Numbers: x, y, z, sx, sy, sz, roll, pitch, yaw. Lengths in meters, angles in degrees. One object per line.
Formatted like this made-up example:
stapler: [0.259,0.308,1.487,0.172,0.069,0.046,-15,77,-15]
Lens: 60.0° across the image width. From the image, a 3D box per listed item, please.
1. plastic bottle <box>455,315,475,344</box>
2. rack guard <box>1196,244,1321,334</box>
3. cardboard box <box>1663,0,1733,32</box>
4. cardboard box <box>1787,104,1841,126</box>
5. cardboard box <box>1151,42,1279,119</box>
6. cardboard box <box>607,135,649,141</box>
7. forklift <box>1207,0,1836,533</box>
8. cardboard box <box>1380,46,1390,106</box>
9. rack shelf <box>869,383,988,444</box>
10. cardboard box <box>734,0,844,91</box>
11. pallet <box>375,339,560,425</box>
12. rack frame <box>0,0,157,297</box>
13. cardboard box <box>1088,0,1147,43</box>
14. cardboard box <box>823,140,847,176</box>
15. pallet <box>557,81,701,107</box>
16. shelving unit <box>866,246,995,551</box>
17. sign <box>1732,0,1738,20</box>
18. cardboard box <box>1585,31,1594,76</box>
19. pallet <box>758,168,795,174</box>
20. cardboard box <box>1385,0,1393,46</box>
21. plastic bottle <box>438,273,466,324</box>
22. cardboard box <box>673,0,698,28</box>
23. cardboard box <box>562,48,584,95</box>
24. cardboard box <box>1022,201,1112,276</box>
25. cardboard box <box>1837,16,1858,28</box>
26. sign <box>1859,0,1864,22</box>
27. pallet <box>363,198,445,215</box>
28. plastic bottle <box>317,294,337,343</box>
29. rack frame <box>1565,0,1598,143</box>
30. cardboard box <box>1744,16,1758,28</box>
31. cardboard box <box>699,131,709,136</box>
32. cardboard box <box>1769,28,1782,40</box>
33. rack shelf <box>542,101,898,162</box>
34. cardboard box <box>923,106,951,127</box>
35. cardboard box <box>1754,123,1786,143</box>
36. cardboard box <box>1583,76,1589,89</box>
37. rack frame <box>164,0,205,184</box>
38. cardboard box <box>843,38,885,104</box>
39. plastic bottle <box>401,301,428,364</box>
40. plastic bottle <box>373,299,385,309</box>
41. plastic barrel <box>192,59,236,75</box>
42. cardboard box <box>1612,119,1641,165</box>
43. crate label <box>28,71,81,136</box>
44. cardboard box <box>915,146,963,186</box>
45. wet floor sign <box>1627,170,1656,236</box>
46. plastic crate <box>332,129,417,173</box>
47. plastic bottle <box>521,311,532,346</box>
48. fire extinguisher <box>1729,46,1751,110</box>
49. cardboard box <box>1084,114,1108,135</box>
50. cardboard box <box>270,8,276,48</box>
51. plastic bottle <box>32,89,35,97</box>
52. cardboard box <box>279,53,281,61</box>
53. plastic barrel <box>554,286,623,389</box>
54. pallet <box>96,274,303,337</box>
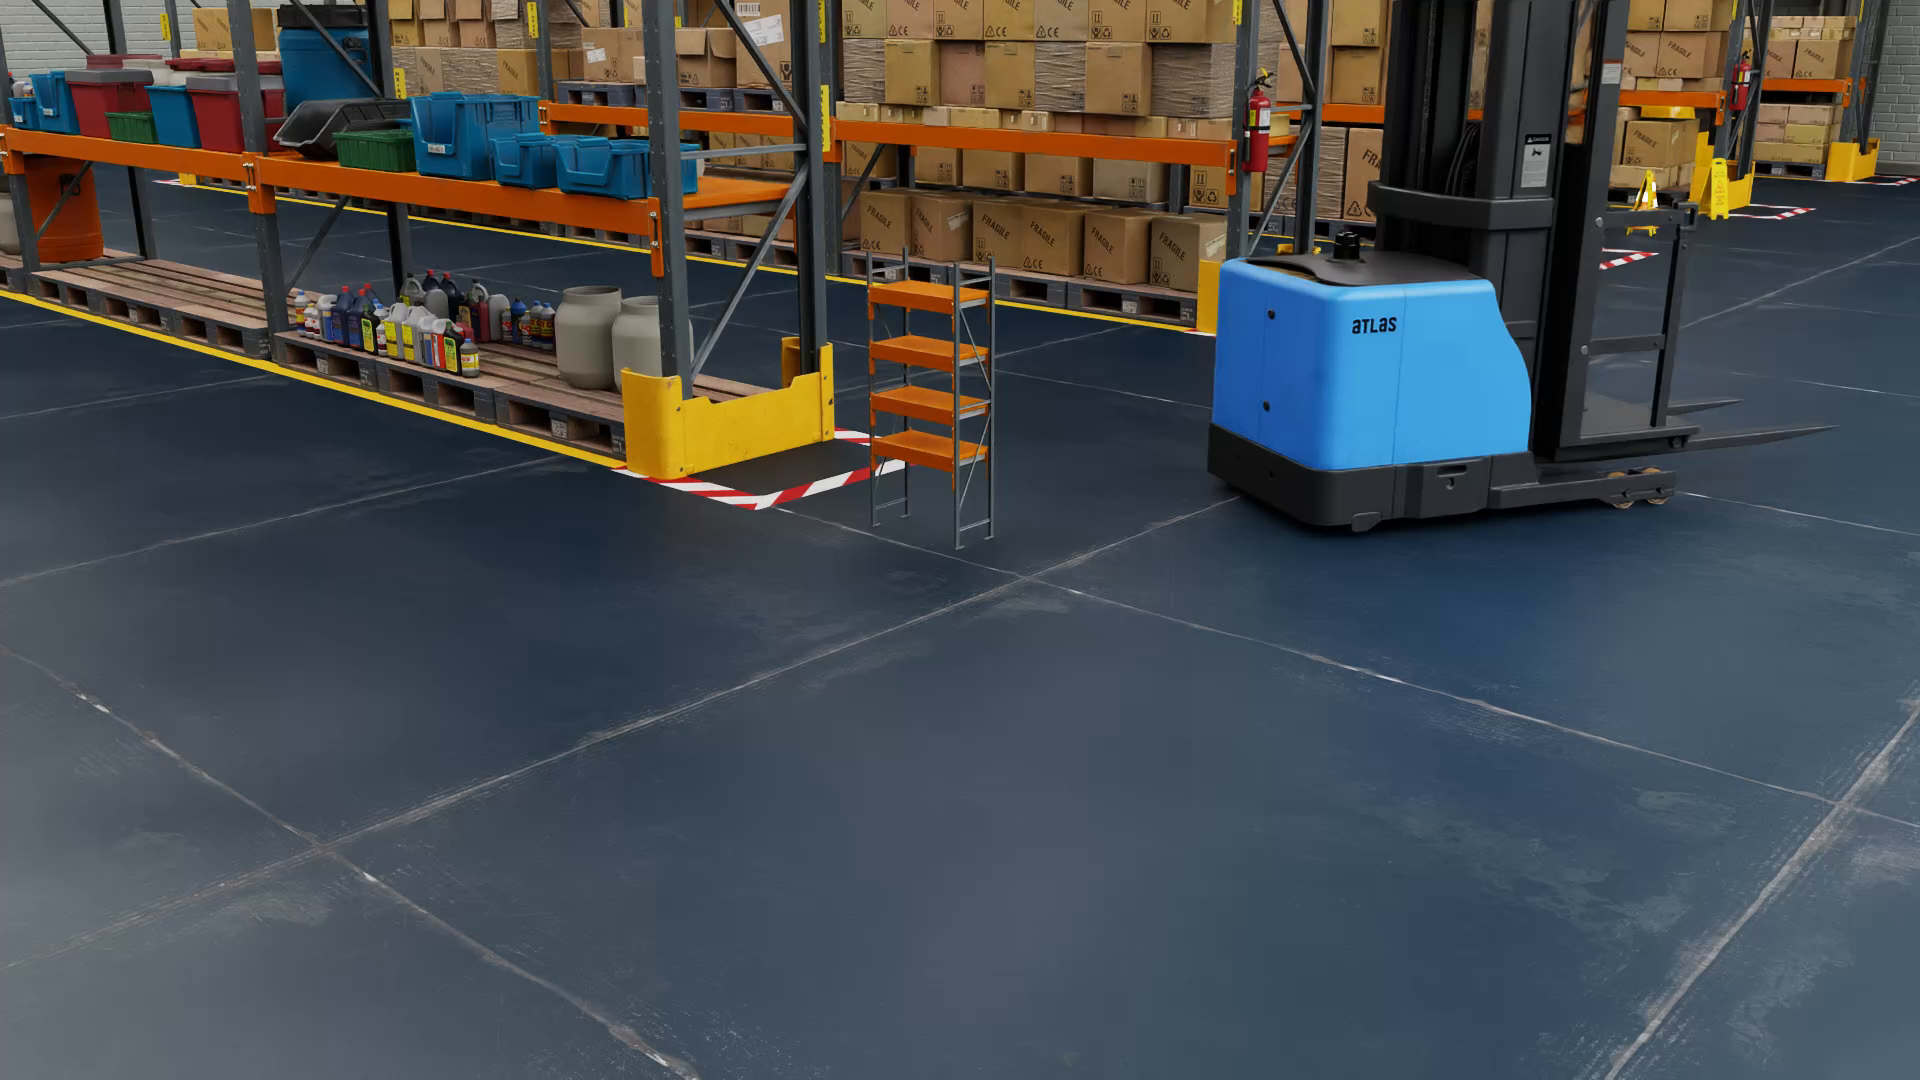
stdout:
plastic bottle: [-2.832,-1.139,9.504,0.133,0.283,0.061,15,23,39]
rack guard: [2.164,-1.818,12.012,0.348,0.500,1.175,15,23,39]
cardboard box: [8.271,-5.955,18.607,0.500,0.500,0.700,14,23,38]
cardboard box: [11.539,-5.748,22.462,0.500,0.250,0.500,16,24,41]
cardboard box: [1.827,-3.300,11.894,0.500,0.500,0.875,15,23,39]
cardboard box: [-3.242,-3.848,16.443,0.500,0.250,0.500,16,24,41]
forklift: [2.749,-1.682,7.566,3.031,2.935,1.130,-6,19,-19]
cardboard box: [4.519,-4.478,16.014,0.550,0.550,0.875,15,23,39]
rack shelf: [-0.124,-0.541,7.055,0.480,0.148,0.258,15,23,39]
cardboard box: [-1.273,-4.474,14.565,1.000,1.000,1.000,15,23,40]
pallet: [-2.668,-0.958,9.781,1.213,0.211,1.003,15,23,39]
rack frame: [-7.051,-3.479,13.117,0.127,3.000,1.000,15,23,39]
cardboard box: [1.267,-3.813,11.859,0.500,0.500,0.500,15,23,39]
cardboard box: [-1.447,-4.889,20.995,0.500,0.500,0.500,16,24,41]
pallet: [-3.159,-4.390,16.302,1.003,0.211,1.213,15,23,39]
shelving unit: [-0.124,-0.605,7.035,0.503,1.200,0.258,15,23,39]
sign: [8.415,-5.817,18.045,0.005,0.325,0.100,15,23,39]
cardboard box: [7.466,-5.675,19.377,0.500,0.500,0.500,15,23,39]
pallet: [-1.887,-4.775,21.809,1.213,0.211,1.003,15,23,39]
cardboard box: [4.535,-4.998,15.868,0.550,0.550,0.875,15,23,39]
plastic bottle: [-3.242,-1.521,10.597,0.185,0.351,0.144,14,22,37]
cardboard box: [-3.918,-7.204,22.544,0.500,0.500,0.500,14,22,37]
cardboard box: [-3.946,-4.807,17.134,0.500,0.500,0.500,16,24,41]
cardboard box: [0.839,-2.374,13.071,0.500,0.500,0.500,-16,23,-41]
cardboard box: [11.981,-6.974,22.399,0.250,0.149,0.380,14,23,38]
sign: [11.720,-6.904,21.603,0.005,0.325,0.100,15,23,39]
pallet: [-6.128,-3.936,19.166,1.213,0.211,1.003,15,23,39]
plastic bottle: [-3.852,-1.366,10.232,0.135,0.276,0.152,16,24,41]
rack frame: [5.588,-4.096,15.058,0.127,3.000,1.000,15,23,39]
cardboard box: [10.858,-7.065,22.687,0.250,0.149,0.380,16,23,41]
cardboard box: [-3.507,-5.746,23.294,0.250,0.149,0.380,16,24,41]
cardboard box: [11.103,-6.886,22.612,0.250,0.149,0.380,15,23,39]
rack shelf: [-2.267,-3.856,15.491,4.000,0.370,1.077,15,23,39]
cardboard box: [-0.073,-3.361,13.160,0.250,0.149,0.380,15,23,39]
cardboard box: [11.151,-5.618,22.879,0.500,0.250,0.500,15,23,39]
cardboard box: [7.374,-5.384,19.532,0.250,0.149,0.380,15,23,39]
rack frame: [-9.747,-6.206,21.709,0.127,3.000,1.000,15,23,39]
cardboard box: [-0.476,-3.882,13.728,0.500,0.500,0.875,15,23,39]
plastic bottle: [-3.132,-1.207,9.608,0.185,0.351,0.144,16,24,41]
plastic bottle: [-3.542,-1.328,10.120,0.097,0.271,0.097,0,18,0]
plastic barrel: [-5.178,-3.130,11.791,0.433,0.535,0.433,0,18,0]
cardboard box: [7.634,-4.689,19.539,0.500,0.500,0.500,16,24,41]
crate label: [-6.487,-3.236,12.290,0.616,0.435,0.502,15,23,39]
cardboard box: [0.001,-4.687,19.947,0.750,0.750,1.050,15,23,39]
wet floor sign: [6.924,-3.416,16.808,0.232,0.644,0.267,11,20,30]
plastic crate: [-3.231,-2.239,9.558,0.662,0.188,0.450,15,23,39]
plastic bottle: [-2.622,-1.292,10.124,0.097,0.201,0.097,0,18,0]
fire extinguisher: [8.578,-5.072,18.262,0.183,0.674,0.296,15,23,39]
cardboard box: [1.126,-3.087,12.294,0.250,0.149,0.380,15,23,39]
cardboard box: [-9.208,-6.596,21.452,0.500,0.500,0.500,15,23,40]
plastic bottle: [-7.920,-3.793,14.318,0.097,0.271,0.097,0,18,0]
cardboard box: [-7.648,-5.606,19.574,0.500,0.250,0.500,16,24,41]
plastic barrel: [-1.985,-1.103,9.047,0.421,0.512,0.421,0,18,0]
pallet: [-5.589,-1.741,12.249,1.213,0.211,1.003,15,23,39]
